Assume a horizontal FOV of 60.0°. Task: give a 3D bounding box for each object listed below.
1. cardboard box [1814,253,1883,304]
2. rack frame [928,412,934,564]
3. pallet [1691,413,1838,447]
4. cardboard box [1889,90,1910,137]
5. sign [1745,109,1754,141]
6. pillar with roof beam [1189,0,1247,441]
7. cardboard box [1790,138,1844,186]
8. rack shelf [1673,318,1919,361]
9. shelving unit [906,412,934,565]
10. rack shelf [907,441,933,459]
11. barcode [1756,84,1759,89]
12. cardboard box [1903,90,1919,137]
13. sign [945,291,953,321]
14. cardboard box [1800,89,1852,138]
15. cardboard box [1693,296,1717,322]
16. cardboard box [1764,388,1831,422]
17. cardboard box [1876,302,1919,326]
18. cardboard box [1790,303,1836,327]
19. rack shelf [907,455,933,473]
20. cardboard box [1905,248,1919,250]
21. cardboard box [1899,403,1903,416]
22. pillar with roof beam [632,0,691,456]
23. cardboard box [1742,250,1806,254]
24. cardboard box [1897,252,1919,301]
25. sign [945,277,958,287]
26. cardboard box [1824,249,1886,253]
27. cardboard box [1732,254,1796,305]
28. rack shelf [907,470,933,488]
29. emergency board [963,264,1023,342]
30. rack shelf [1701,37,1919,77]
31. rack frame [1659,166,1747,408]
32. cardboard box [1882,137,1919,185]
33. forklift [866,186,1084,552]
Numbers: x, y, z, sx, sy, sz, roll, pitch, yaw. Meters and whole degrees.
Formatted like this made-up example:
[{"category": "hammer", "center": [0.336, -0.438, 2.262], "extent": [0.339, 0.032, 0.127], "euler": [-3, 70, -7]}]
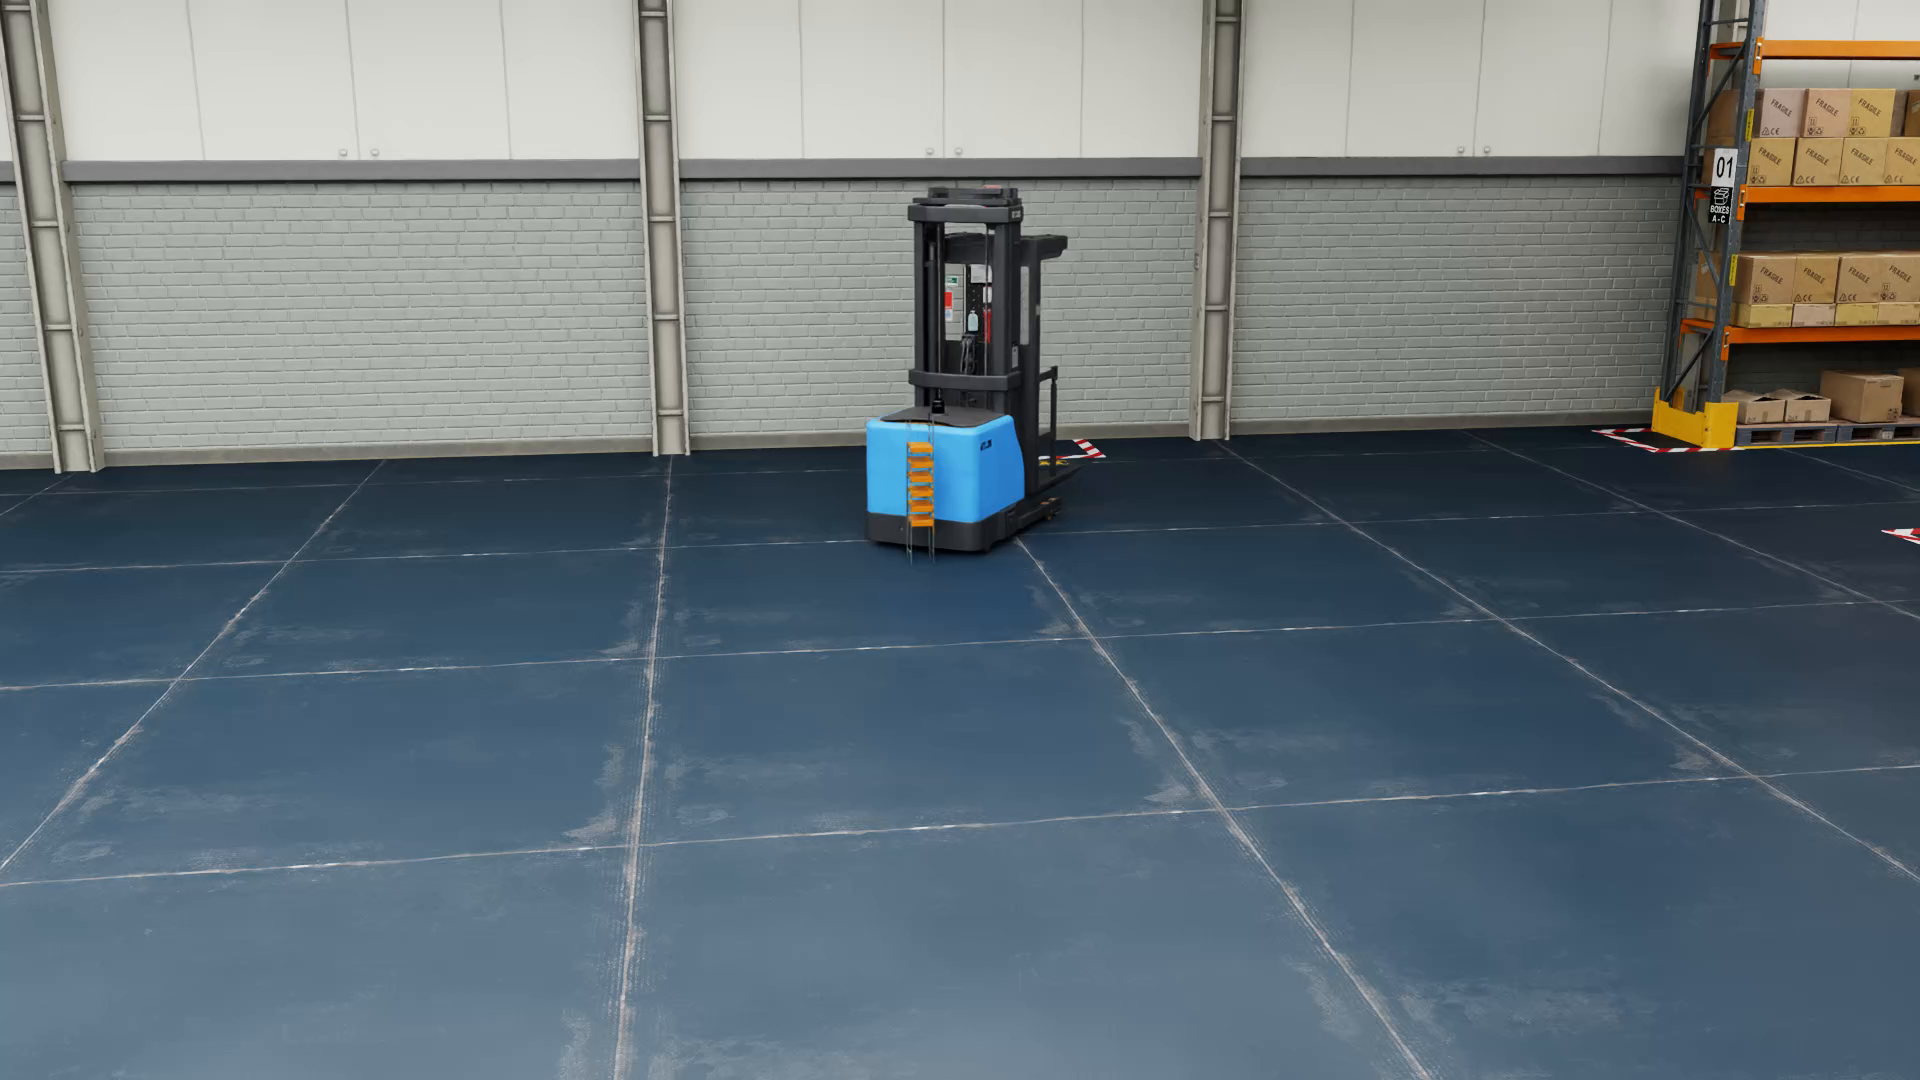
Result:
[{"category": "cardboard box", "center": [9.708, -2.877, 18.252], "extent": [0.500, 0.500, 0.500], "euler": [-3, 14, -10]}, {"category": "rack frame", "center": [-0.232, -0.419, 13.424], "extent": [0.006, 1.200, 0.240], "euler": [-2, 14, -9]}, {"category": "pallet", "center": [9.073, -1.270, 18.850], "extent": [1.213, 0.211, 1.003], "euler": [-2, 14, -8]}, {"category": "cardboard box", "center": [10.104, -4.726, 18.433], "extent": [0.500, 0.500, 0.500], "euler": [-2, 14, -8]}, {"category": "sign", "center": [8.270, -4.347, 17.425], "extent": [0.005, 0.325, 0.100], "euler": [-2, 14, -8]}, {"category": "pillar with roof beam", "center": [3.461, -4.489, 13.621], "extent": [0.400, 9.000, 9.100], "euler": [-2, 14, -8]}, {"category": "cardboard box", "center": [9.093, -4.074, 17.889], "extent": [0.500, 0.500, 0.500], "euler": [-1, 14, -5]}, {"category": "rack shelf", "center": [10.167, -2.322, 18.793], "extent": [4.000, 0.370, 1.077], "euler": [-2, 14, -8]}, {"category": "shelving unit", "center": [-0.322, -0.415, 13.409], "extent": [0.189, 1.200, 0.258], "euler": [-2, 14, -9]}, {"category": "rack shelf", "center": [-0.322, -0.721, 13.333], "extent": [0.180, 0.103, 0.258], "euler": [-2, 14, -9]}, {"category": "barcode", "center": [8.817, -5.024, 18.427], "extent": [0.075, 0.075, 0.001], "euler": [-2, 14, -8]}, {"category": "cardboard box", "center": [10.634, -4.614, 17.986], "extent": [0.500, 0.500, 0.500], "euler": [-3, 14, -10]}, {"category": "sign", "center": [-0.192, -2.556, 18.174], "extent": [0.234, 0.329, 0.001], "euler": [-2, 14, -8]}, {"category": "cardboard box", "center": [9.110, -4.558, 17.762], "extent": [0.500, 0.500, 0.500], "euler": [-2, 14, -9]}, {"category": "cardboard box", "center": [8.623, -2.599, 18.686], "extent": [0.500, 0.250, 0.500], "euler": [-2, 14, -7]}, {"category": "cardboard box", "center": [9.450, -1.532, 18.786], "extent": [0.500, 0.311, 0.500], "euler": [-1, 14, -4]}, {"category": "cardboard box", "center": [10.235, -2.534, 18.426], "extent": [0.500, 0.250, 0.500], "euler": [-2, 14, -8]}, {"category": "cardboard box", "center": [9.230, -2.499, 18.287], "extent": [0.500, 0.250, 0.500], "euler": [-3, 14, -10]}, {"category": "rack shelf", "center": [-0.322, -0.605, 13.362], "extent": [0.180, 0.103, 0.258], "euler": [-2, 14, -9]}, {"category": "cardboard box", "center": [11.137, -3.059, 18.980], "extent": [0.500, 0.500, 0.500], "euler": [-2, 14, -9]}, {"category": "cardboard box", "center": [10.560, -1.521, 19.076], "extent": [0.250, 0.149, 0.380], "euler": [-3, 14, -13]}, {"category": "pillar with roof beam", "center": [-2.472, -4.271, 12.754], "extent": [0.400, 9.000, 9.100], "euler": [-2, 14, -8]}, {"category": "cardboard box", "center": [9.123, -2.983, 18.676], "extent": [0.500, 0.500, 0.500], "euler": [-2, 14, -8]}, {"category": "cardboard box", "center": [10.731, -2.917, 18.414], "extent": [0.500, 0.500, 0.500], "euler": [-3, 14, -10]}, {"category": "sign", "center": [-0.186, -2.811, 18.102], "extent": [0.331, 0.109, 0.001], "euler": [-2, 14, -8]}, {"category": "cardboard box", "center": [10.131, -3.021, 18.828], "extent": [0.500, 0.500, 0.500], "euler": [-2, 14, -8]}, {"category": "cardboard box", "center": [8.706, -2.844, 18.122], "extent": [0.500, 0.500, 0.500], "euler": [-2, 14, -8]}, {"category": "rack shelf", "center": [-0.322, -0.488, 13.391], "extent": [0.180, 0.103, 0.258], "euler": [-2, 14, -9]}, {"category": "emergency board", "center": [0.370, -2.534, 18.160], "extent": [0.643, 1.169, 0.194], "euler": [-2, 14, -8]}, {"category": "rack shelf", "center": [10.167, -5.230, 18.064], "extent": [4.000, 0.370, 1.077], "euler": [-2, 14, -8]}, {"category": "rack frame", "center": [8.189, -2.598, 18.416], "extent": [0.127, 3.000, 1.000], "euler": [-2, 14, -8]}, {"category": "cardboard box", "center": [10.133, -4.119, 18.066], "extent": [0.500, 0.500, 0.500], "euler": [-1, 14, -5]}, {"category": "forklift", "center": [0.278, -1.639, 14.732], "extent": [1.130, 2.935, 3.031], "euler": [6, 15, 24]}]
